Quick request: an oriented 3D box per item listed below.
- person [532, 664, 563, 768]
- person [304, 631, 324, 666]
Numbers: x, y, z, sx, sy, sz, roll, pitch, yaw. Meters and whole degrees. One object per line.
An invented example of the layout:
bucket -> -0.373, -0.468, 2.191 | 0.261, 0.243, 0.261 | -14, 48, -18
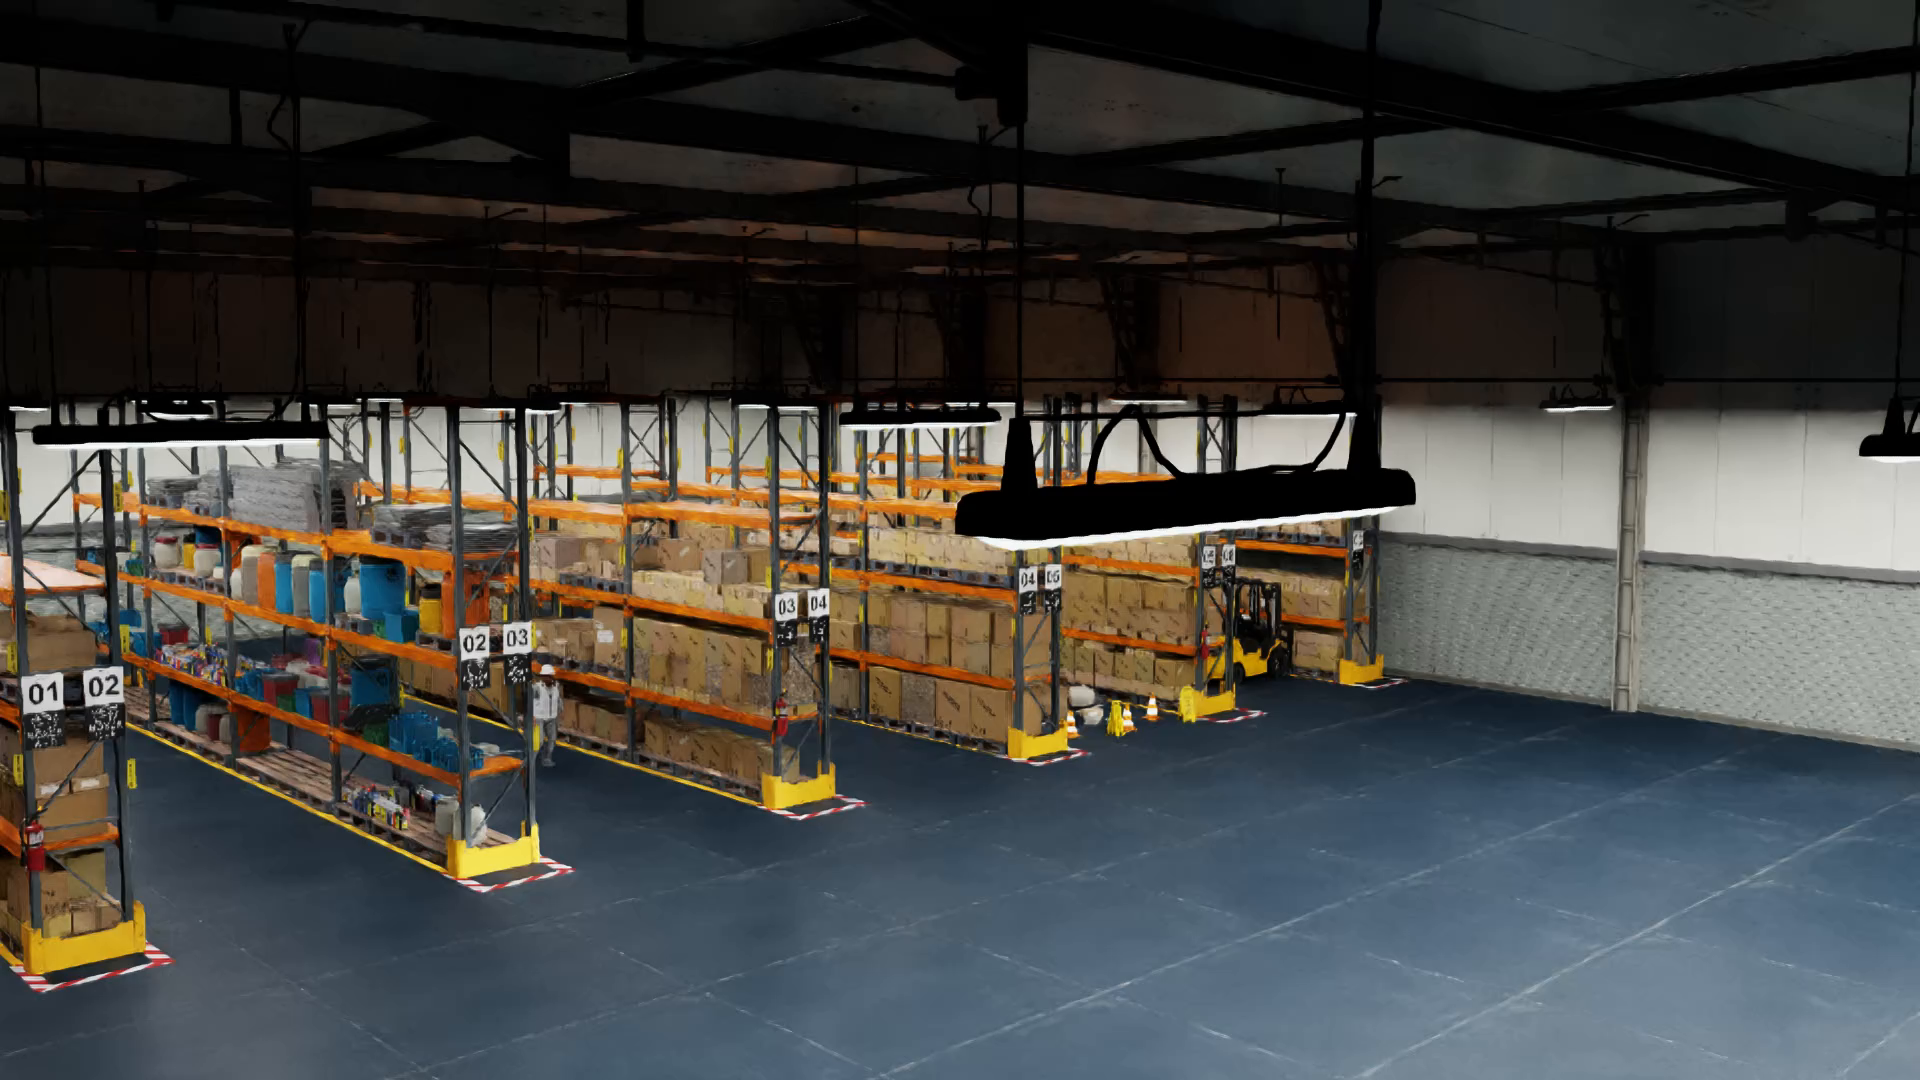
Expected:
person -> -6.760, 2.865, 27.065 | 0.574, 1.726, 0.677 | 5, 8, 44
person -> -12.346, 2.445, 31.808 | 0.522, 1.600, 0.351 | 2, 6, 24
